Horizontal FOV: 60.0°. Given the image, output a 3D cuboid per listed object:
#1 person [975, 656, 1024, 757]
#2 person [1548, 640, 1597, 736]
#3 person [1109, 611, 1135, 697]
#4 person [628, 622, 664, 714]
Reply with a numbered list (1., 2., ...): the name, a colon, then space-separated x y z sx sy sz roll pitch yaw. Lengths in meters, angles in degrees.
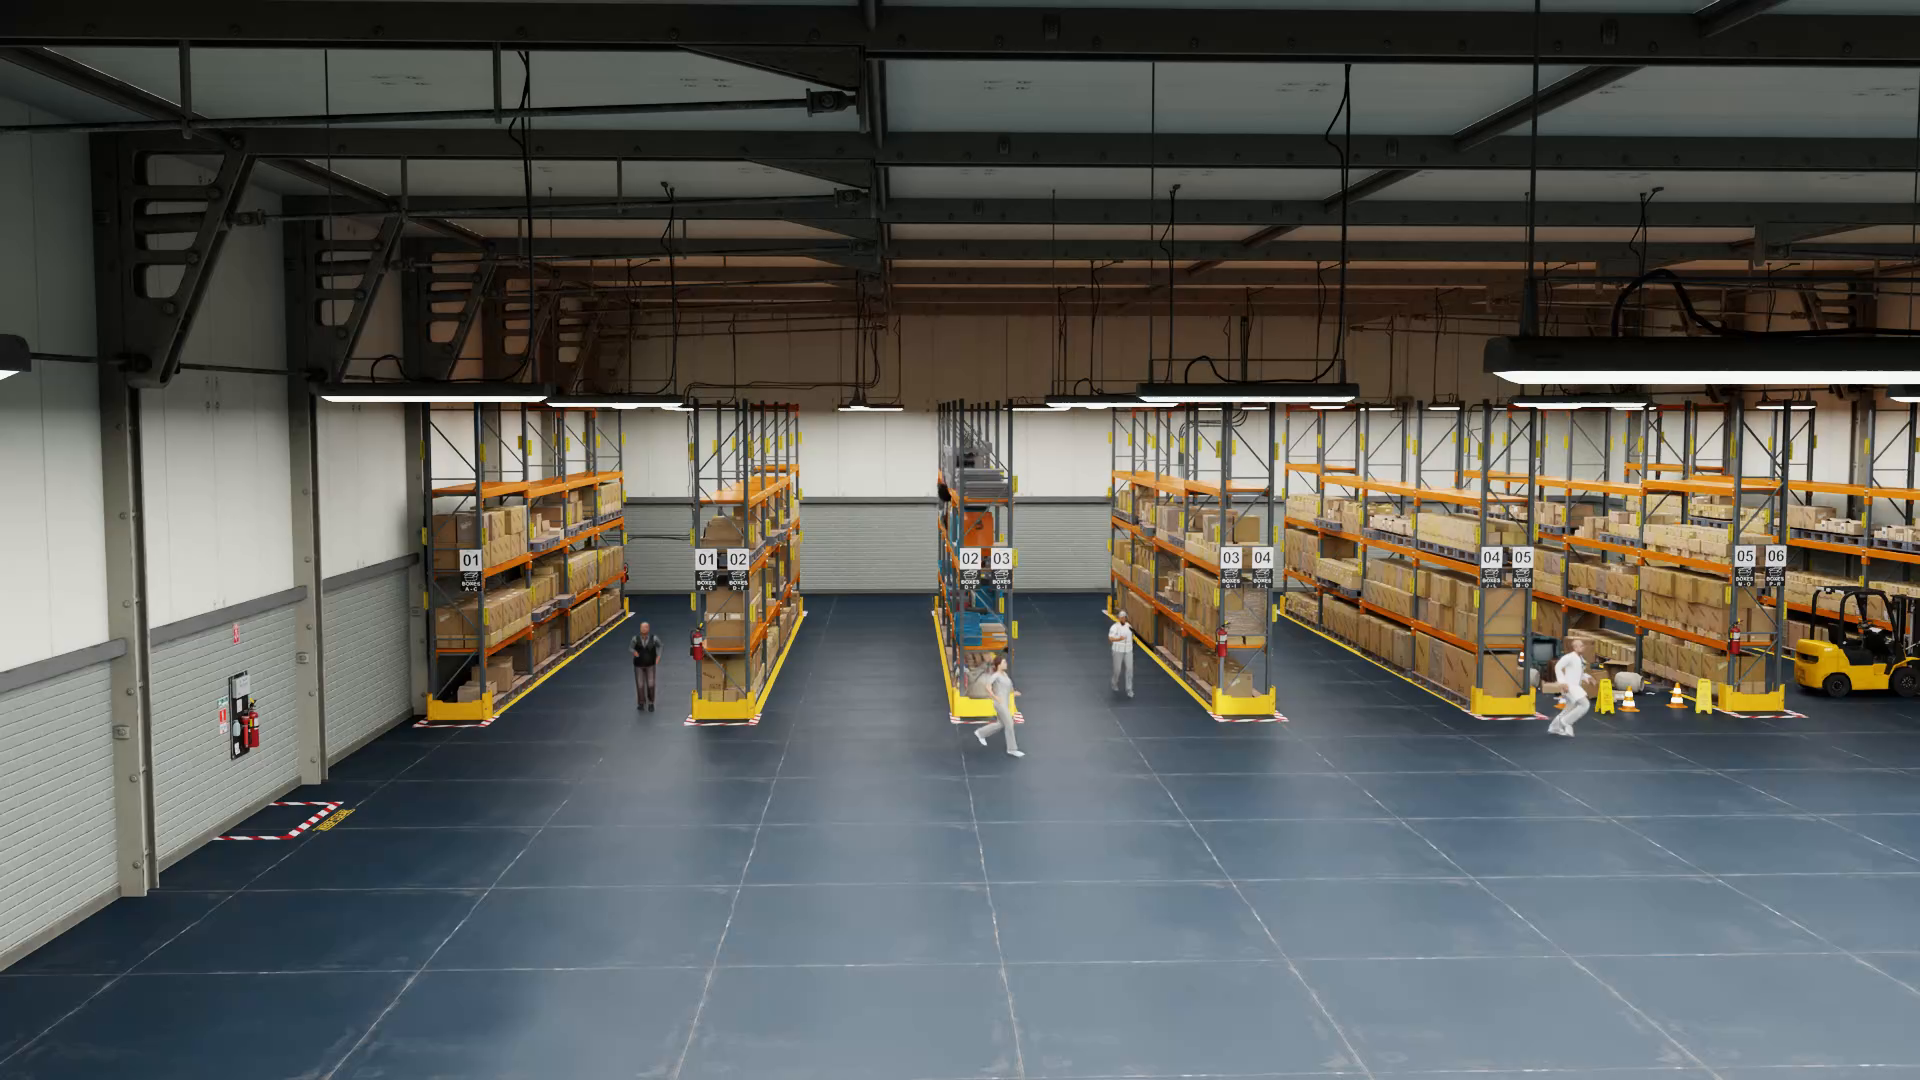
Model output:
1. person: 0.653 2.780 27.923 0.901 1.671 0.567 2 5 20
2. person: 10.838 2.616 29.409 0.810 1.709 0.626 3 5 36
3. person: 3.308 2.295 33.904 0.597 1.682 0.854 -1 4 -12
4. person: -6.018 2.461 31.822 0.668 1.770 0.654 0 4 -5
